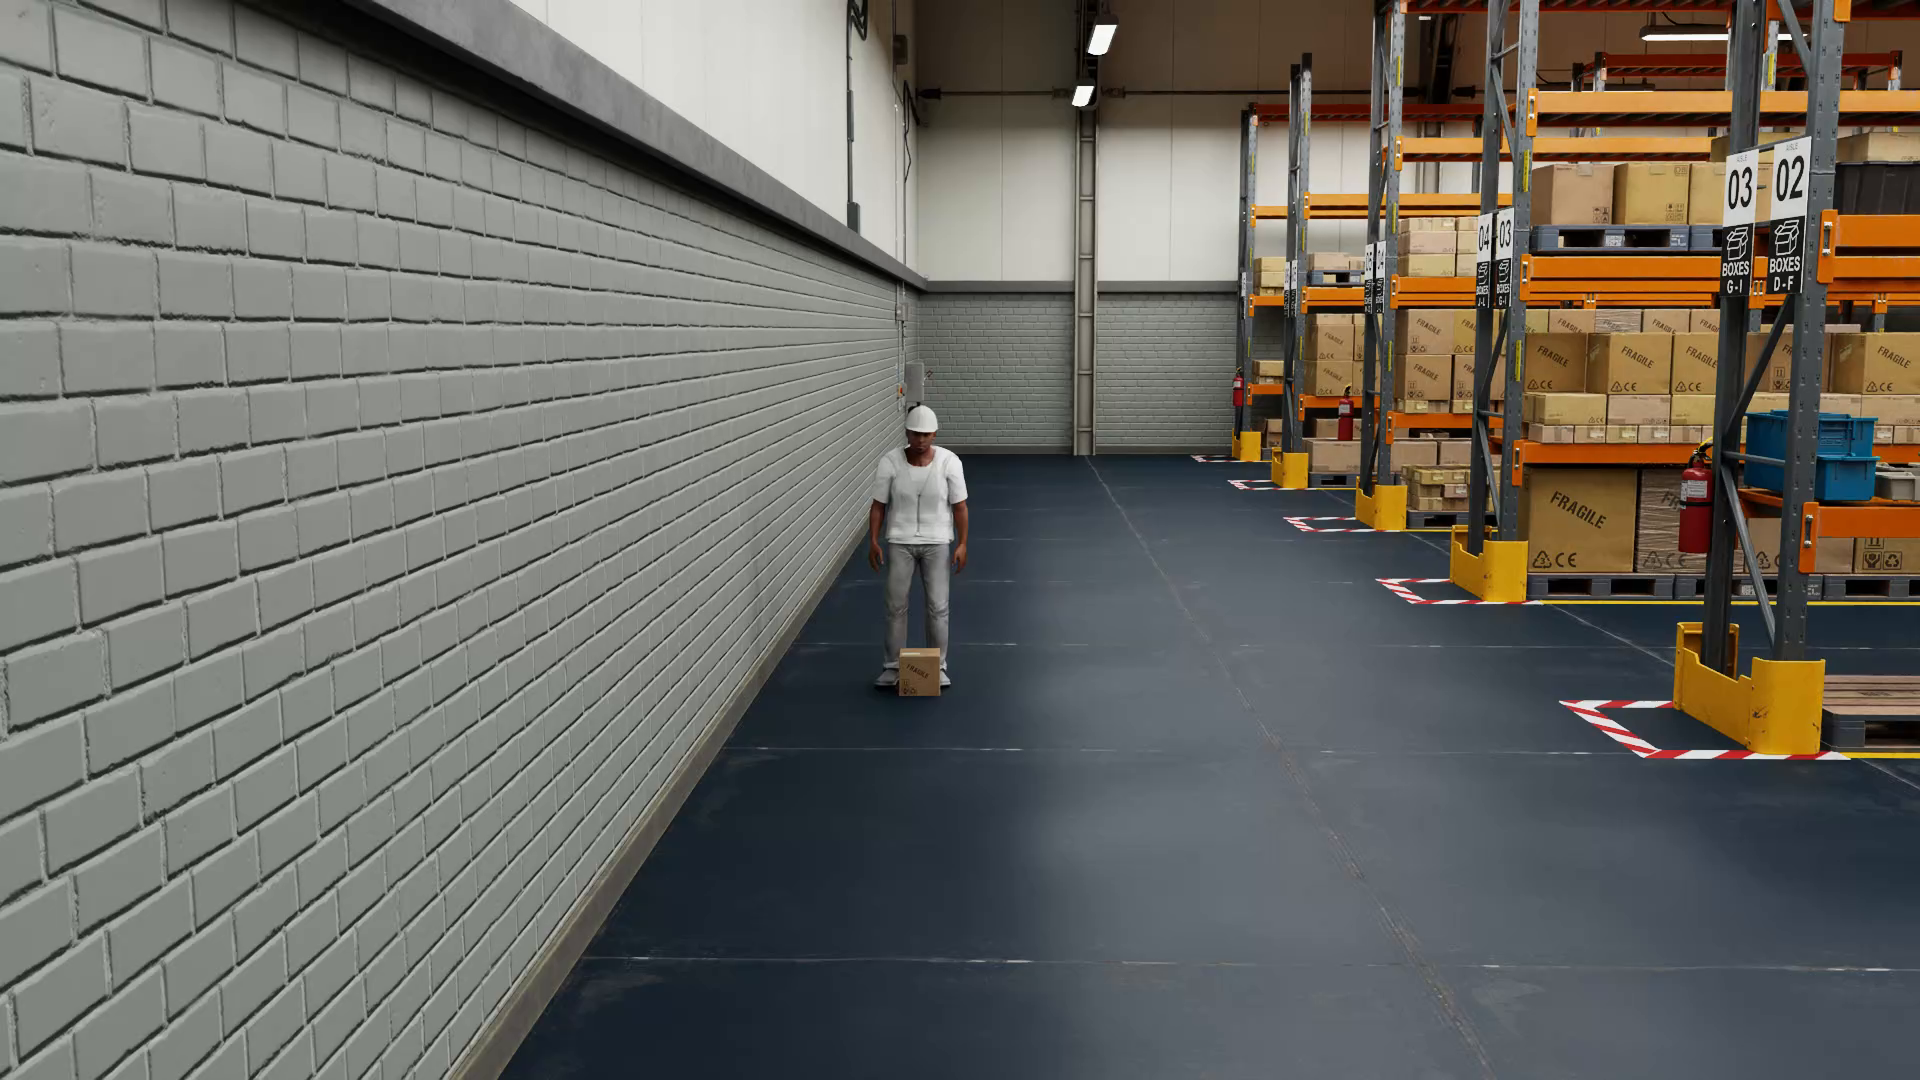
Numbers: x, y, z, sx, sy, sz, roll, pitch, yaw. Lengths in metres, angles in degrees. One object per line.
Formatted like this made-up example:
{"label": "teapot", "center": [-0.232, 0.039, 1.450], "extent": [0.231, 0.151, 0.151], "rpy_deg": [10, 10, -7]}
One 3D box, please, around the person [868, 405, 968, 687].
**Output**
{"label": "person", "center": [-0.261, 0.038, 10.395], "extent": [0.625, 1.760, 0.460], "rpy_deg": [0, 7, 1]}
